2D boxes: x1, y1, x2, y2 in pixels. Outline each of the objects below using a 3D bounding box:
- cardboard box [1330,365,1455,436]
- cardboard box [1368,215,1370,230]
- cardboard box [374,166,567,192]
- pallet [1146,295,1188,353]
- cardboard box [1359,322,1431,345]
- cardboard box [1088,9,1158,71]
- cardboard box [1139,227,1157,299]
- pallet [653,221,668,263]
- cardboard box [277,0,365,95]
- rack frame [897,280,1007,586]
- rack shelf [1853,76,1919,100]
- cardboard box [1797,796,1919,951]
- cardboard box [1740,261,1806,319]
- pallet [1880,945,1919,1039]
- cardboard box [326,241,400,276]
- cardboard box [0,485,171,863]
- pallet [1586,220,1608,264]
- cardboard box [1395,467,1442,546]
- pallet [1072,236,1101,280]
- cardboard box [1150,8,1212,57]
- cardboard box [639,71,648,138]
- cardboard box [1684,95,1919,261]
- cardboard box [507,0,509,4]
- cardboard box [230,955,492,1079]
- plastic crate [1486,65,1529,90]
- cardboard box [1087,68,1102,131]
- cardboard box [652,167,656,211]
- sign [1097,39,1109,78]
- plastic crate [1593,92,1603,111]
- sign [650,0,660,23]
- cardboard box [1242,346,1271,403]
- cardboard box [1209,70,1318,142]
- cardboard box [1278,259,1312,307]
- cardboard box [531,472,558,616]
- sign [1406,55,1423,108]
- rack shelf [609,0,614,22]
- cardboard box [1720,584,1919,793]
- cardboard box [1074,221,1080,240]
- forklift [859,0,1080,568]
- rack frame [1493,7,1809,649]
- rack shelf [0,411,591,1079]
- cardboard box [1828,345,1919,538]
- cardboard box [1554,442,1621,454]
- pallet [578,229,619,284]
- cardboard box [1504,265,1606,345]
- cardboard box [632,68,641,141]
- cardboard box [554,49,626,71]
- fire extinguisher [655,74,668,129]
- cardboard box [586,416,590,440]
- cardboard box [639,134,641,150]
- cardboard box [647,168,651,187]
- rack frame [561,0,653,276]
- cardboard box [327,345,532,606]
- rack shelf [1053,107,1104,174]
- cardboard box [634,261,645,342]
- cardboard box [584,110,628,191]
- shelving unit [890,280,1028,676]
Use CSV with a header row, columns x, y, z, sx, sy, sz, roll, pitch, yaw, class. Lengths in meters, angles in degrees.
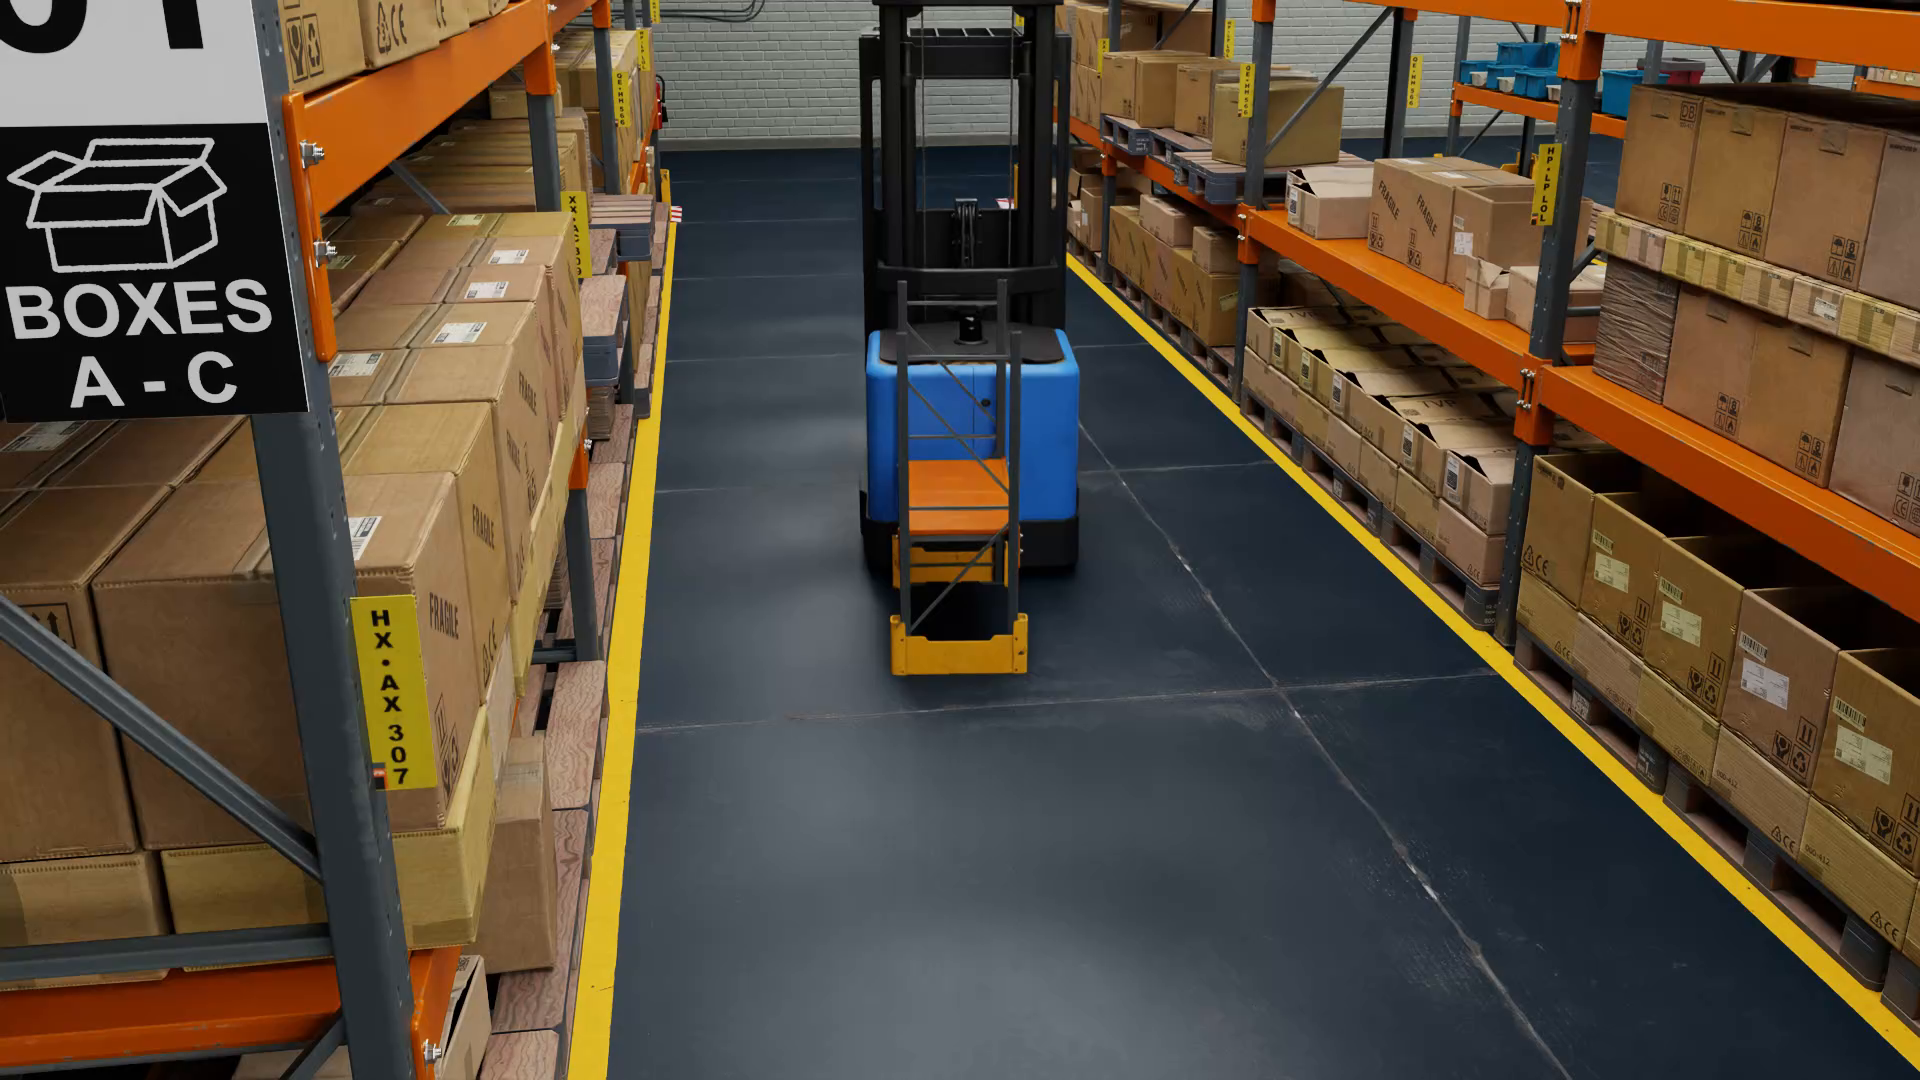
x,y,z,sx,sy,sz,roll,pitch,yaw,class
2.354,-0.789,9.071,0.500,0.311,0.500,-3,21,-8,cardboard box
2.579,-1.794,9.591,0.380,0.149,0.250,-1,21,-4,cardboard box
-2.099,-1.339,7.242,0.700,0.500,0.500,-1,20,-2,cardboard box
2.096,-1.726,13.035,1.003,0.211,1.213,-3,21,-8,pallet
2.740,-1.173,10.098,0.500,0.311,0.500,-3,21,-9,cardboard box
1.433,-4.412,14.671,0.500,0.500,0.500,-3,21,-7,cardboard box
1.744,-2.233,13.352,0.500,0.500,0.500,-3,21,-7,cardboard box
-3.350,-2.868,16.094,1.003,0.211,1.213,-3,21,-8,pallet
-1.210,-0.919,2.431,0.500,0.500,0.500,-2,21,-6,cardboard box
-0.036,-0.484,7.869,0.500,1.500,0.032,-1,20,-2,rack frame
11.278,-4.589,17.744,1.077,0.370,4.000,-3,21,-8,rack shelf
2.965,0.995,5.096,0.500,0.250,0.500,-3,21,-8,cardboard box
2.911,-0.860,5.661,0.380,0.149,0.250,-4,21,-10,cardboard box
3.341,1.463,4.497,1.003,0.211,1.213,-3,21,-8,pallet
-2.054,-0.652,5.289,0.500,0.500,0.500,-3,21,-8,cardboard box
-1.687,0.228,2.933,0.500,0.500,0.500,-3,21,-8,cardboard box
6.520,-2.930,16.260,1.003,0.211,1.213,-3,21,-8,pallet
2.498,-0.178,8.236,0.500,0.250,0.500,-3,21,-9,cardboard box
1.664,-2.667,15.555,1.003,0.211,1.213,-3,21,-8,pallet
1.973,-4.428,14.712,0.500,0.500,0.500,-2,21,-6,cardboard box
-3.201,-3.813,14.210,0.980,0.700,0.700,-3,21,-7,cardboard box
3.060,-1.292,5.891,0.700,0.500,0.500,-3,21,-8,cardboard box
-1.608,-1.838,4.890,0.500,0.500,0.500,-5,21,-12,cardboard box
-1.502,1.283,4.209,0.500,0.311,0.500,-1,21,-3,cardboard box
5.893,-4.988,17.938,0.416,0.233,0.300,-3,21,-8,plastic crate
1.437,-3.942,14.841,0.500,0.500,0.500,-3,21,-7,cardboard box
-3.516,-3.657,17.194,0.700,0.500,0.500,-3,21,-8,cardboard box
1.227,-4.111,14.198,0.100,0.325,0.005,-3,21,-8,sign
6.237,-4.257,16.134,0.437,0.125,0.590,-3,21,-8,plastic crate
-3.177,-5.545,17.282,0.100,0.325,0.005,-3,21,-8,sign
2.124,-1.063,10.604,0.500,0.250,0.500,-3,21,-8,cardboard box
2.194,-3.133,12.073,0.700,0.500,0.500,1,20,2,cardboard box
2.475,-1.738,12.027,0.500,0.500,0.500,-4,21,-10,cardboard box
-1.392,0.016,4.573,0.500,0.250,0.500,-3,21,-7,cardboard box
2.888,-2.922,10.597,0.100,0.325,0.005,-3,21,-8,sign
-2.851,-3.860,11.504,1.077,0.370,4.000,-3,21,-8,rack shelf
2.891,0.470,5.428,0.500,0.500,0.500,-3,21,-8,cardboard box
1.286,-2.916,15.681,0.380,0.149,0.250,-3,21,-8,cardboard box
0.017,-1.701,9.080,1.130,2.935,3.031,-1,20,-2,forklift
2.916,-0.965,7.014,1.000,3.000,0.127,-3,21,-8,rack frame
-1.697,0.315,4.613,1.077,0.370,4.000,-3,21,-8,rack shelf
3.212,-0.325,5.157,0.700,0.500,0.500,-2,21,-6,cardboard box
3.103,-0.292,7.740,0.500,0.311,0.500,-3,21,-8,cardboard box
-2.236,-1.326,8.253,1.003,0.211,1.213,-3,21,-8,pallet
2.801,-1.063,7.491,0.500,0.250,0.500,-2,21,-4,cardboard box
-2.740,-3.356,12.819,0.500,0.500,0.500,-3,21,-7,cardboard box
-2.527,-3.175,11.262,0.500,0.250,0.500,-3,21,-7,cardboard box
-3.281,-4.734,17.746,0.296,0.674,0.183,-3,21,-8,fire extinguisher
-2.448,-0.703,9.256,0.700,0.500,0.500,-3,21,-8,cardboard box
-2.750,-3.187,13.292,0.380,0.149,0.250,-3,21,-7,cardboard box
-3.089,-3.386,15.541,0.380,0.149,0.250,-4,21,-9,cardboard box
-3.139,-3.484,13.757,1.000,3.000,0.127,-3,21,-8,rack frame
-1.310,-0.151,3.947,0.500,0.500,0.500,-4,21,-10,cardboard box
1.474,-4.091,16.410,1.077,0.370,4.000,-3,21,-8,rack shelf
-2.658,-1.854,11.864,0.750,0.750,0.750,-3,21,-8,cardboard box
-2.379,-2.476,10.461,0.500,0.500,0.500,-2,21,-6,cardboard box
-0.020,-0.310,7.401,0.587,1.500,1.083,-1,20,-2,shelving unit
